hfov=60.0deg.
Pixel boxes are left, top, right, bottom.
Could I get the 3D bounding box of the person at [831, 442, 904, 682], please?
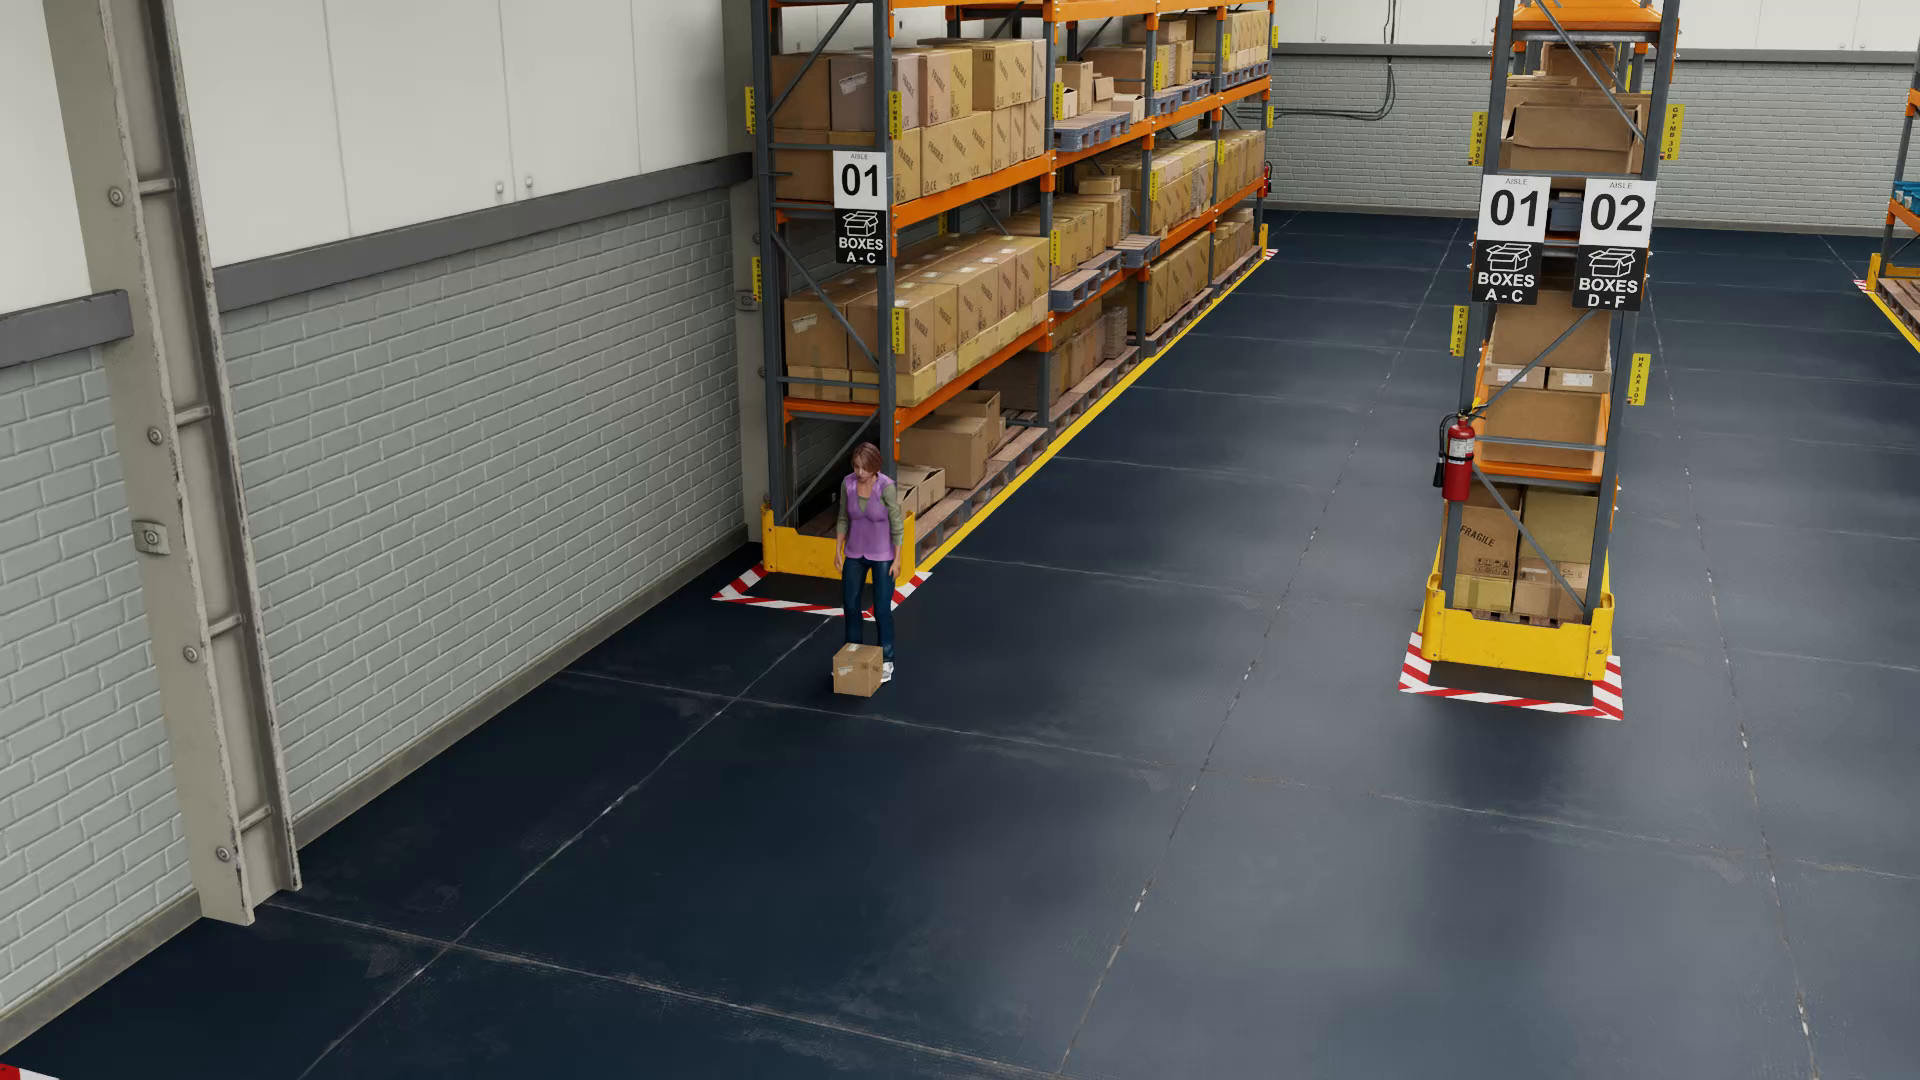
[{"bbox_3d":[-0.586,0.129,10.707,0.467,1.592,0.350,6,20,18],"label":"person"}]
